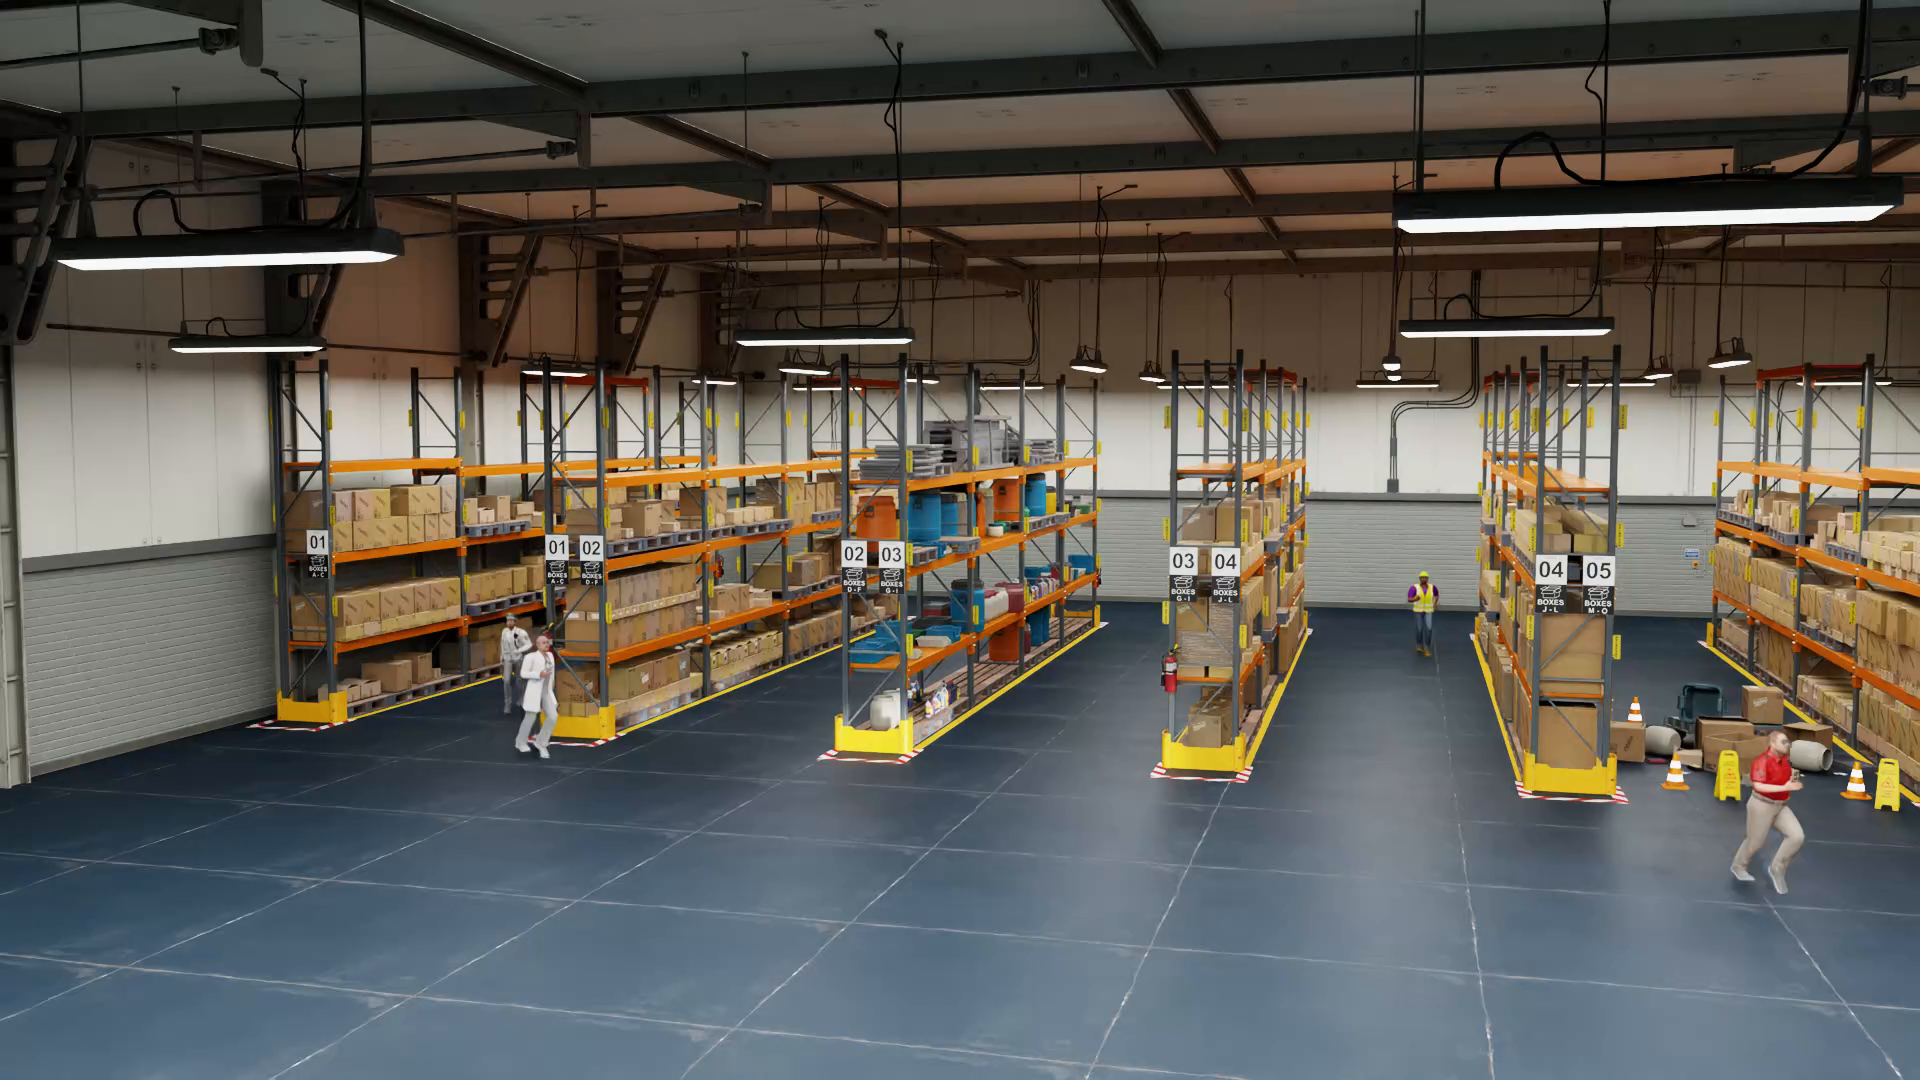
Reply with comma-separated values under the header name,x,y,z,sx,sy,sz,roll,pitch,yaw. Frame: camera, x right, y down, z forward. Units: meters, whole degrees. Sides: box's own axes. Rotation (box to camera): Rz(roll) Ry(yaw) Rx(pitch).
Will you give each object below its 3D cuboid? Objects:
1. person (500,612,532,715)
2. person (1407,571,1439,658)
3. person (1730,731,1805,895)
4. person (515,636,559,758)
name,x,y,z,sx,sy,sz,roll,pitch,yaw
person,-7.643,2.101,28.631,0.605,1.740,0.772,0,4,4
person,9.854,1.571,35.371,0.677,1.823,0.738,1,4,11
person,8.607,2.883,17.696,0.689,1.751,0.852,-2,5,-28
person,-6.271,2.347,24.862,0.817,1.839,0.705,4,6,42
